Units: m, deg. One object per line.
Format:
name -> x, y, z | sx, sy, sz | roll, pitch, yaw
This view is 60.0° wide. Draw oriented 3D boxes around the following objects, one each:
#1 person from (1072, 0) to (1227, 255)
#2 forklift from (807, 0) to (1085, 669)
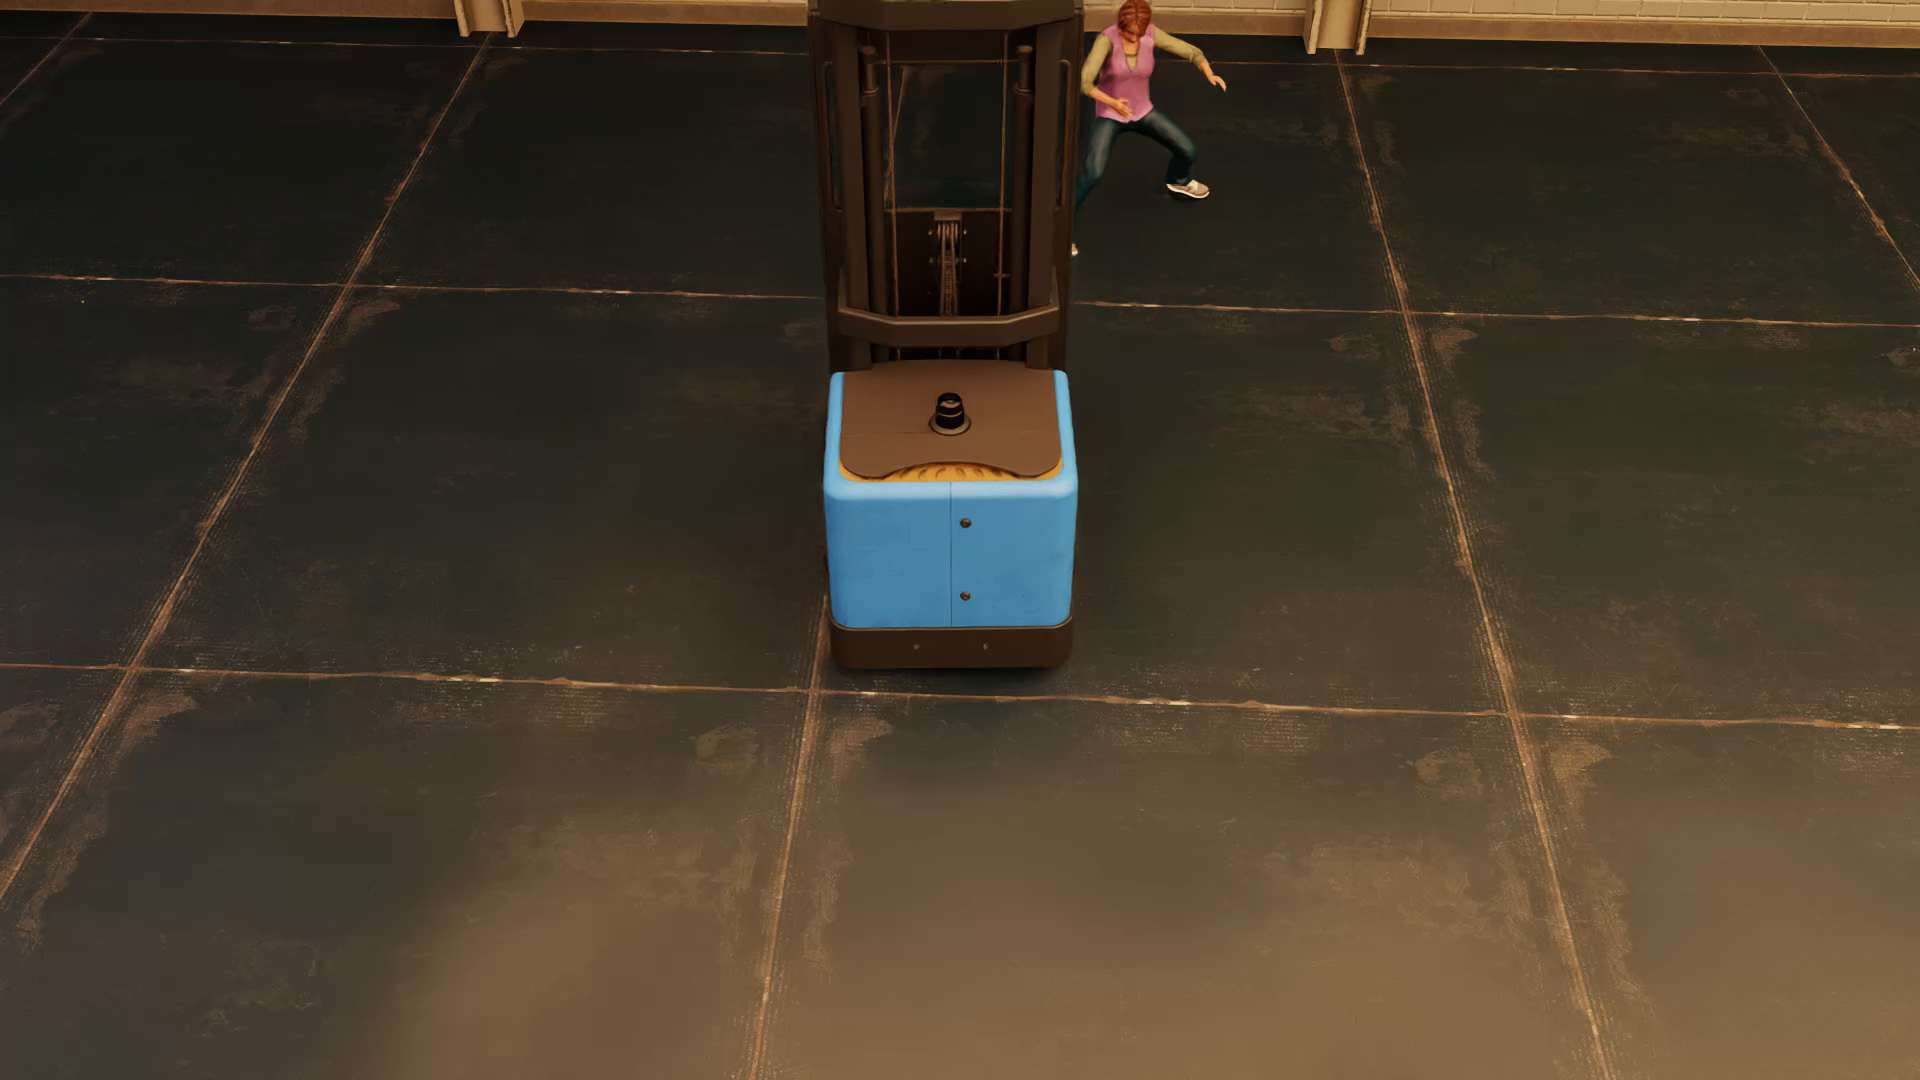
person -> 1.024, -2.412, 9.542 | 1.106, 1.371, 0.599 | -9, 43, -9
forklift -> -0.060, -1.496, 7.380 | 1.130, 2.935, 3.031 | -1, 42, -1
